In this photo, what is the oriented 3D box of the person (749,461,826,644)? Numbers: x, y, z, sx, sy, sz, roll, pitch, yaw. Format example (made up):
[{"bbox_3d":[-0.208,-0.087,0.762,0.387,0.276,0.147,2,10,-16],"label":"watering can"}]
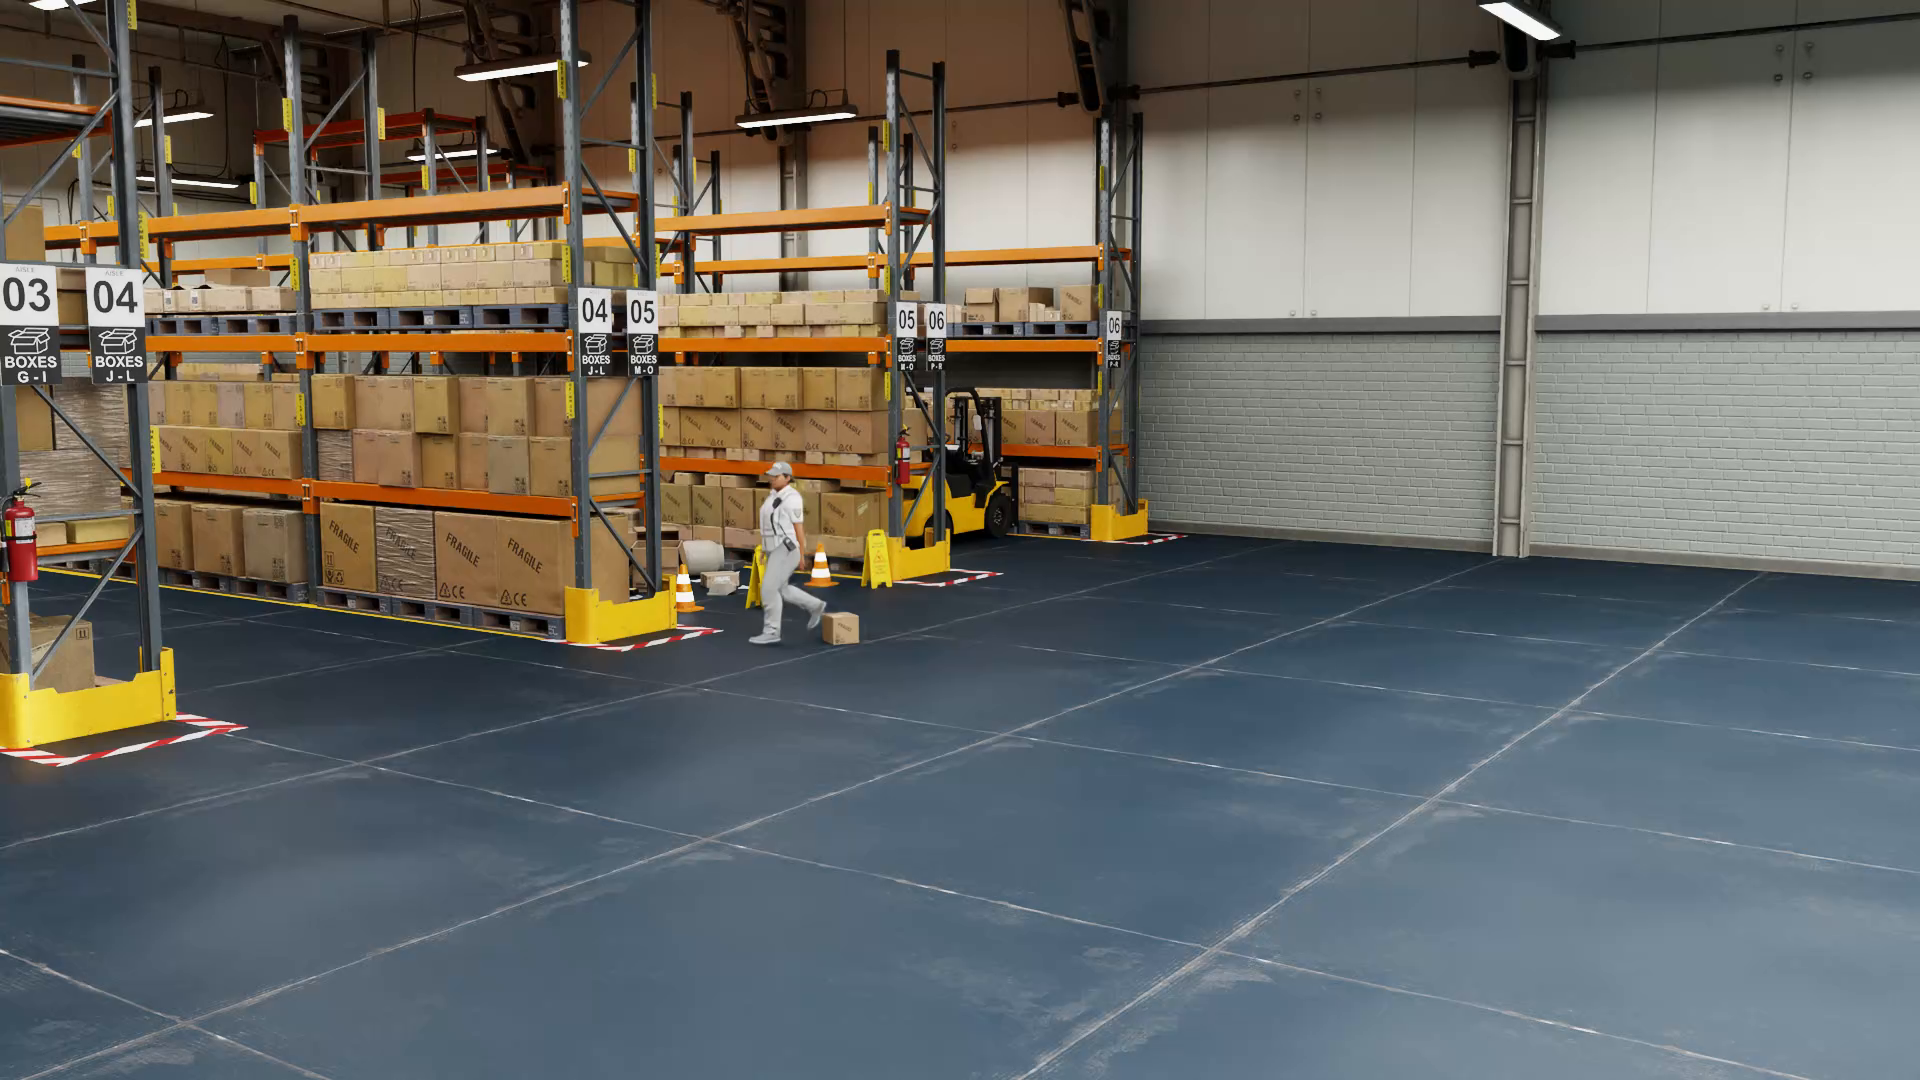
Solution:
[{"bbox_3d":[-1.557,0.093,15.062,0.849,1.622,0.481,-4,7,-29],"label":"person"}]
